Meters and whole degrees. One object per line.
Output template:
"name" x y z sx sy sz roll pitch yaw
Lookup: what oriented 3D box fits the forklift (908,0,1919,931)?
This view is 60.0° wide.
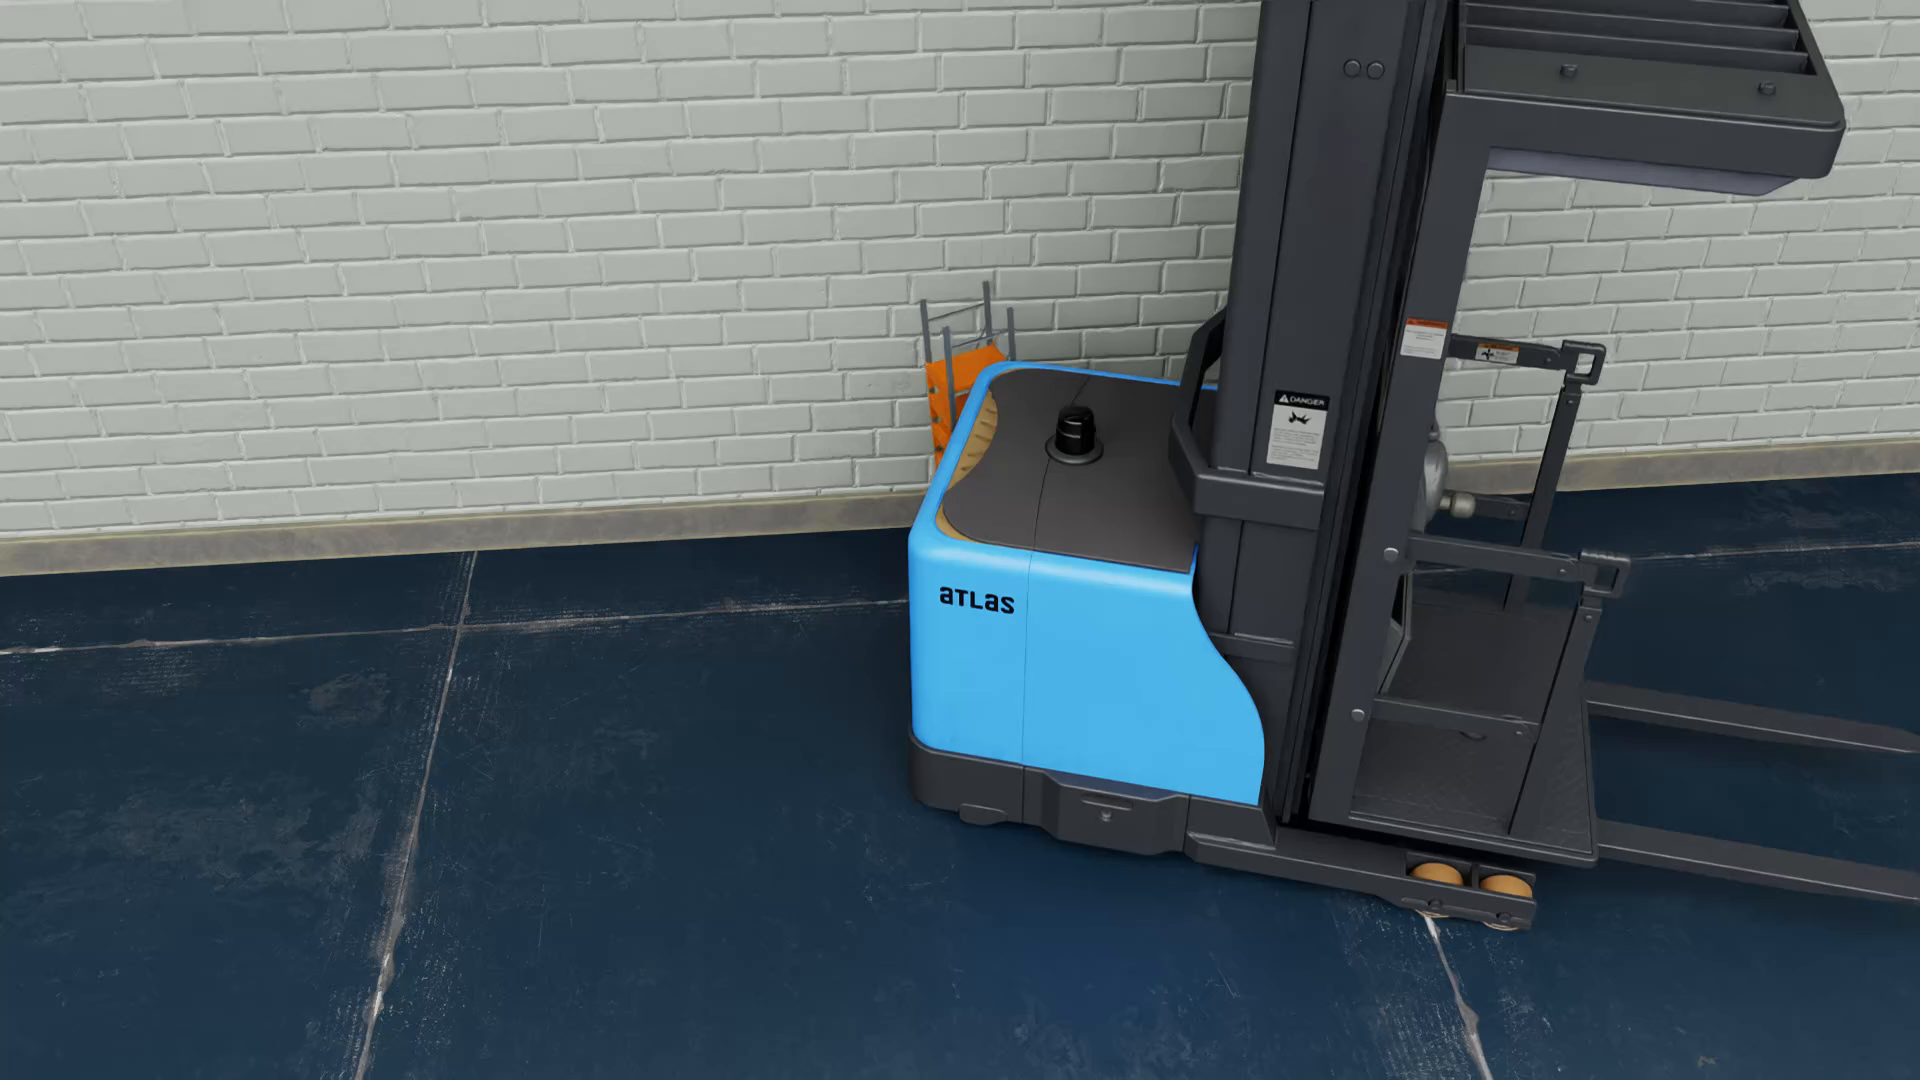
"forklift" 1.416 -0.385 4.371 3.031 2.935 1.130 9 39 11

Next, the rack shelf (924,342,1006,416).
"rack shelf" 0.039 -0.527 5.426 0.258 0.103 0.180 -19 41 -16

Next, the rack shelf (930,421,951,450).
"rack shelf" 0.056 -0.343 5.579 0.258 0.103 0.180 -19 41 -16

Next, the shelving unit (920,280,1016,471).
"shelving unit" 0.062 -0.285 5.627 0.258 1.200 0.189 -19 41 -16

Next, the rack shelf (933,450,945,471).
"rack shelf" 0.065 -0.251 5.656 0.258 0.103 0.180 -19 41 -16

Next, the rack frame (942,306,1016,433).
"rack frame" 0.098 -0.233 5.561 0.240 1.200 0.006 -19 41 -16

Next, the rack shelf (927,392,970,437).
"rack shelf" 0.048 -0.435 5.503 0.258 0.103 0.180 -19 41 -16

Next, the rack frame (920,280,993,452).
"rack frame" 0.025 -0.336 5.693 0.240 1.200 0.006 -19 41 -16
